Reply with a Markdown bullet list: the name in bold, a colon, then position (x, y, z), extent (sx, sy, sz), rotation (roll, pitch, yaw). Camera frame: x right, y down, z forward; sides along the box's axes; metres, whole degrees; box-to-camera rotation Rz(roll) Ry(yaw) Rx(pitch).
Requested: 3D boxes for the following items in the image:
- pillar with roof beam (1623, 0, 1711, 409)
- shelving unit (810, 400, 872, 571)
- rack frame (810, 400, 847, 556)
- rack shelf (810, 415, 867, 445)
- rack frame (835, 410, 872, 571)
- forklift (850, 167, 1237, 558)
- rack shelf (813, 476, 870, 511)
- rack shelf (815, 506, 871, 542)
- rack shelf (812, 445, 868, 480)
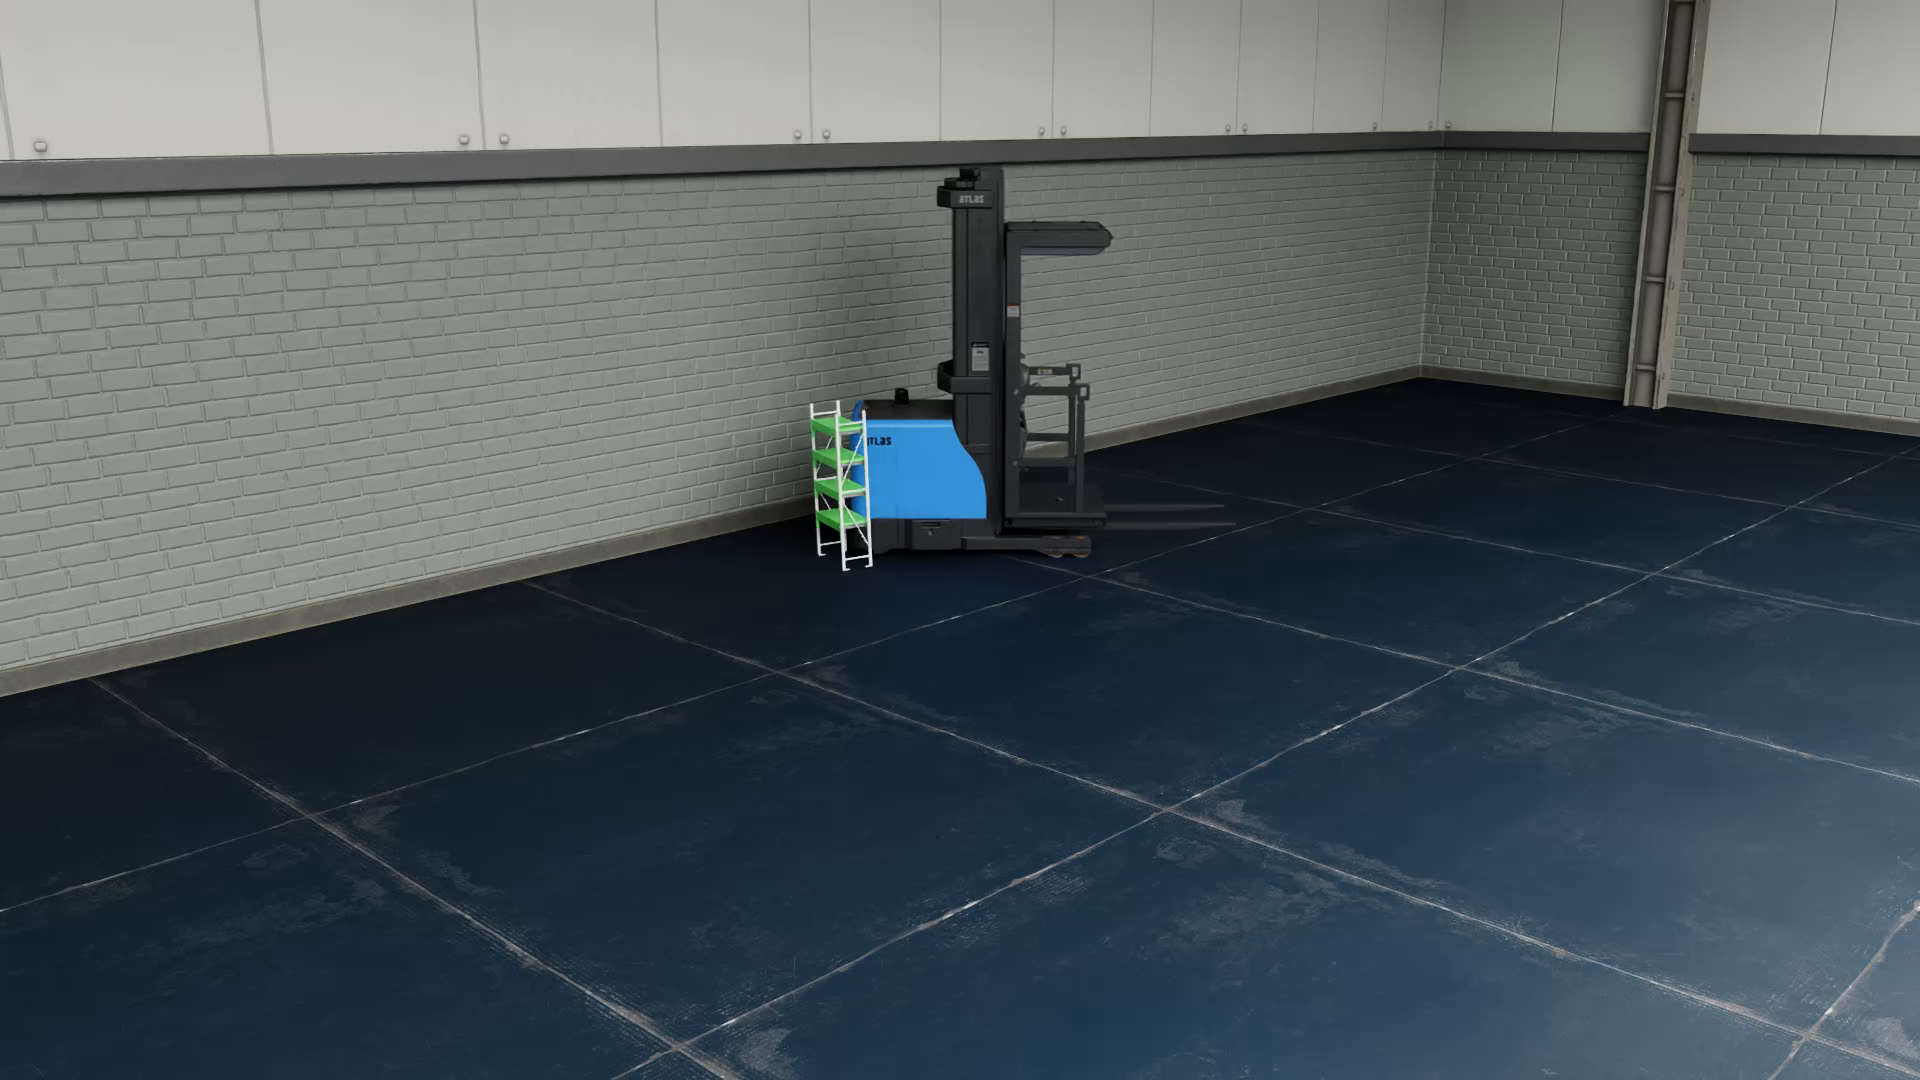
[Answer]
- **pillar with roof beam**: position (5.032, -5.147, 15.339), extent (0.400, 9.000, 9.100), rotation (14, 20, 42)
- **shelving unit**: position (-0.906, -0.419, 12.645), extent (0.258, 1.200, 0.503), rotation (-9, 17, -26)
- **rack frame**: position (-1.017, -0.474, 12.855), extent (0.240, 1.200, 0.015), rotation (-9, 17, -26)
- **rack shelf**: position (-0.918, -0.820, 12.535), extent (0.258, 0.148, 0.480), rotation (-9, 17, -26)
- **rack frame**: position (-0.795, -0.365, 12.435), extent (0.240, 1.200, 0.015), rotation (-9, 17, -26)
- **forklift**: position (0.656, -1.412, 13.039), extent (3.031, 2.935, 1.130), rotation (0, 15, 0)
- **rack shelf**: position (-0.904, -0.358, 12.662), extent (0.258, 0.148, 0.480), rotation (-9, 17, -26)
- **rack shelf**: position (-0.897, -0.127, 12.726), extent (0.258, 0.148, 0.480), rotation (-9, 17, -26)
- **rack shelf**: position (-0.911, -0.589, 12.598), extent (0.258, 0.148, 0.480), rotation (-9, 17, -26)
